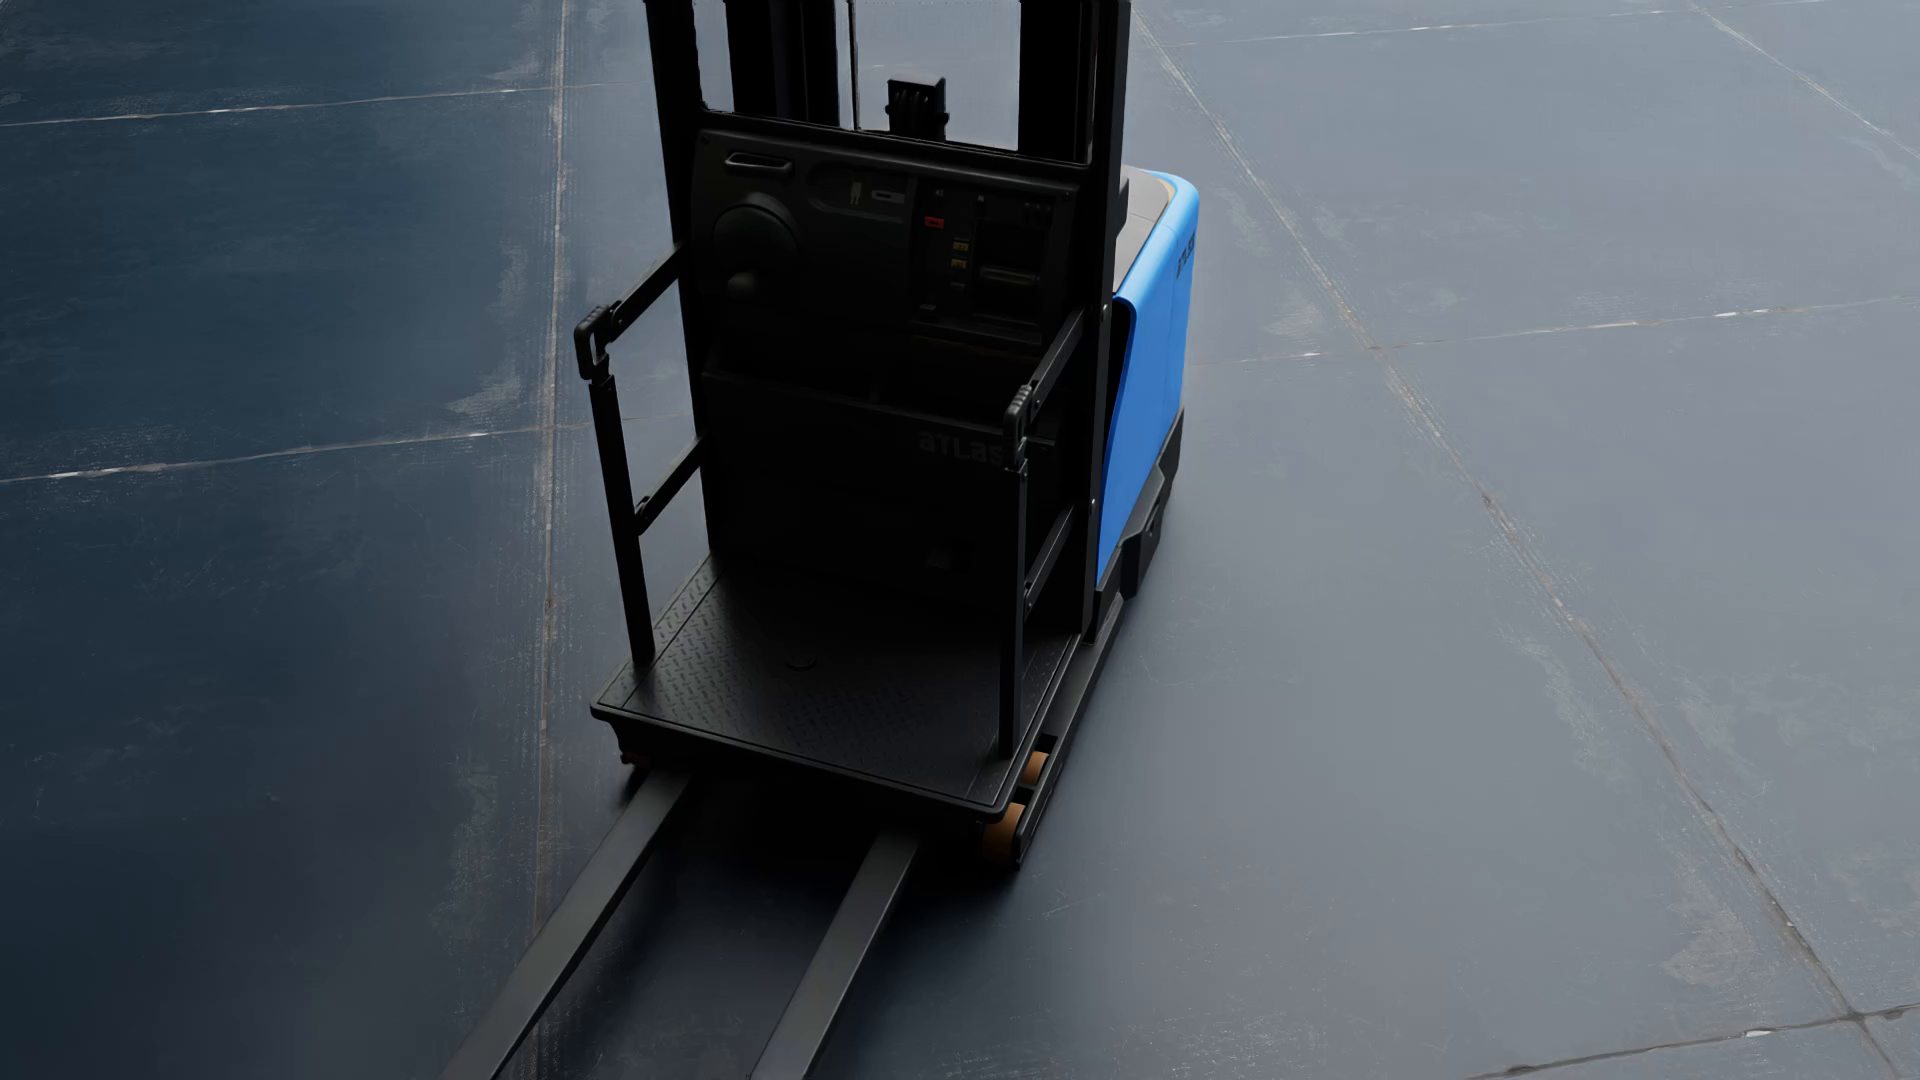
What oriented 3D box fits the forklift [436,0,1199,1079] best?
[{"bbox_3d":[-0.259,-0.625,3.665,1.130,2.935,3.031,12,40,15],"label":"forklift"}]
